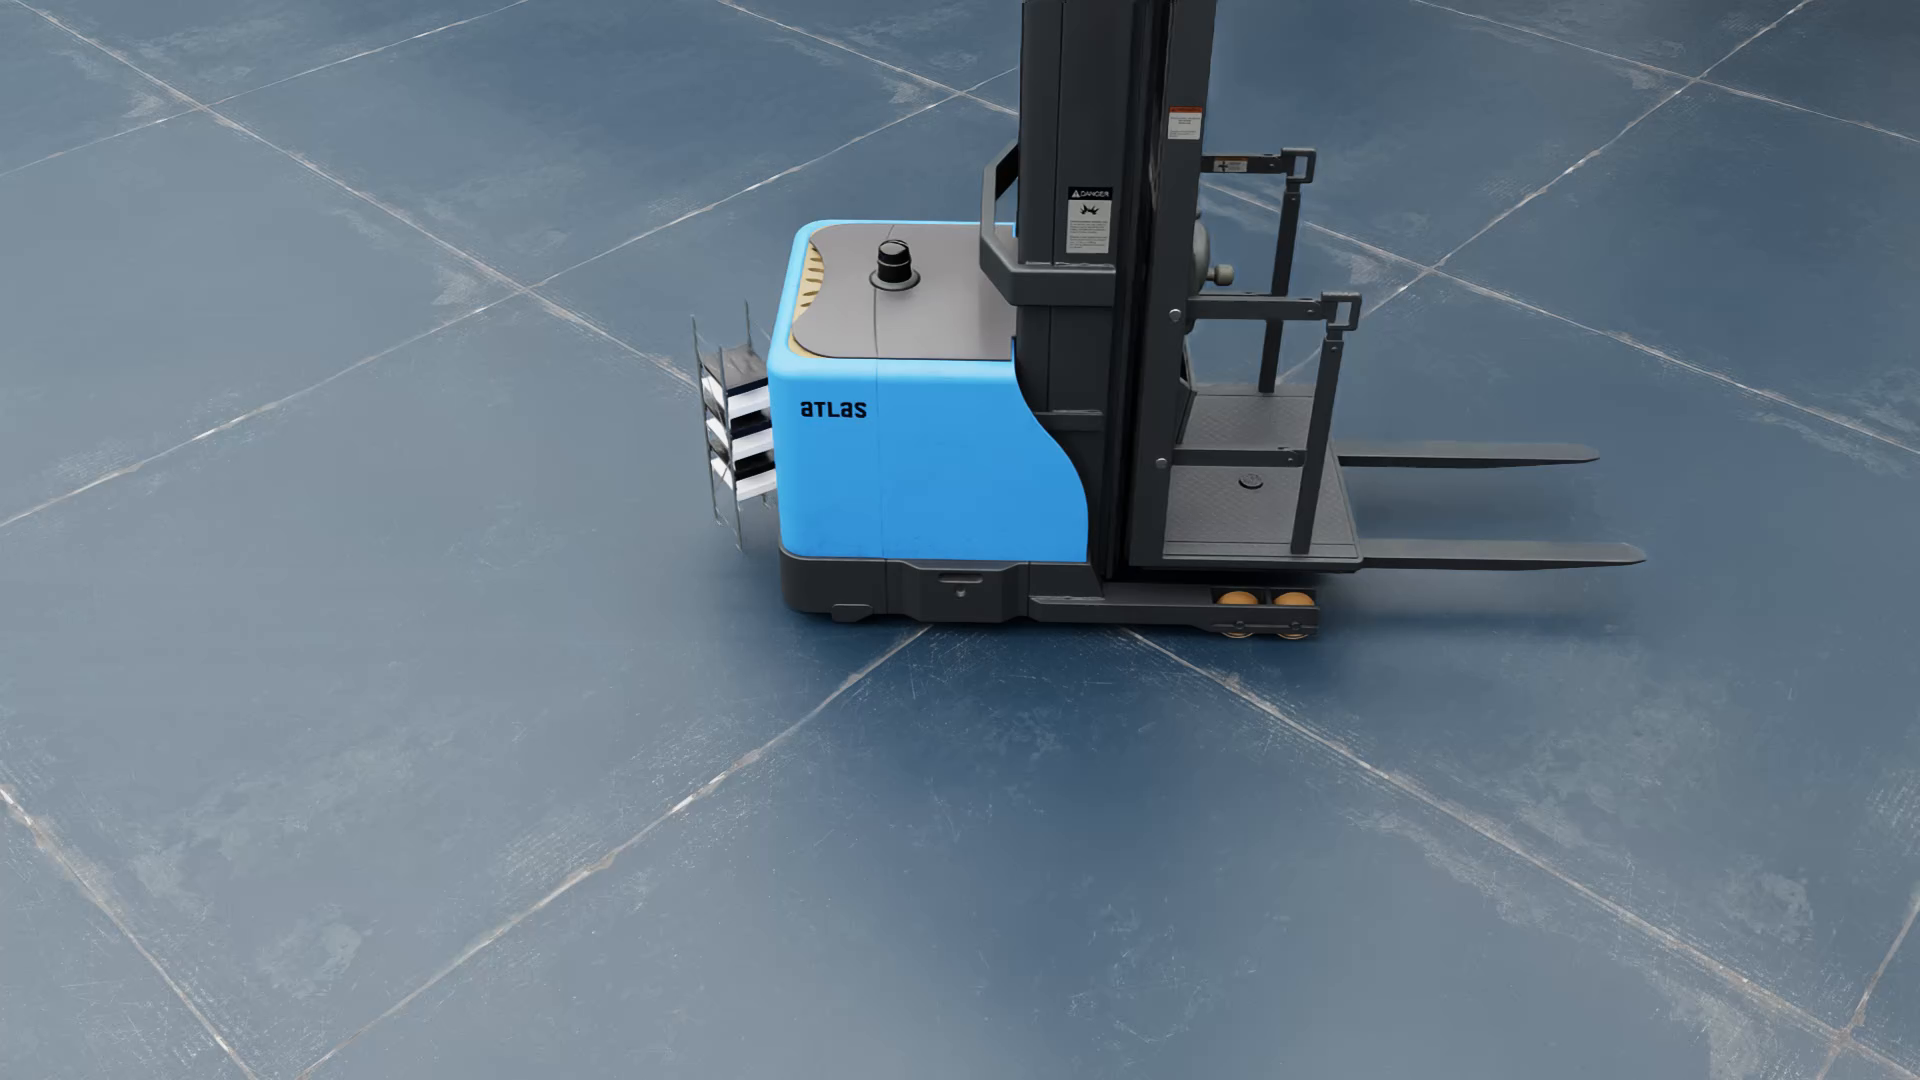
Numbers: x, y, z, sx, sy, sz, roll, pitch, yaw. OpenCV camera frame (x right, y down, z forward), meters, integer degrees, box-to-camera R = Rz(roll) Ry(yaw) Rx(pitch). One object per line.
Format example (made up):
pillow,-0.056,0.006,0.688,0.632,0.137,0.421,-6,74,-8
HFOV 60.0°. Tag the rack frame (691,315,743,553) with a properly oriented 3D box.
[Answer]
rack frame,-0.873,-0.369,5.991,0.006,0.900,0.240,-21,43,-24

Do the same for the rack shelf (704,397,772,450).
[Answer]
rack shelf,-0.786,-0.446,5.997,0.200,0.077,0.258,-21,43,-24

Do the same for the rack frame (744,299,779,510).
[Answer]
rack frame,-0.700,-0.435,6.074,0.006,0.900,0.240,-21,43,-24

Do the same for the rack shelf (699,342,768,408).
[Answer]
rack shelf,-0.786,-0.587,5.885,0.200,0.077,0.258,-21,43,-24

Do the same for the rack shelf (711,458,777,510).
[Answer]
rack shelf,-0.786,-0.235,6.165,0.200,0.077,0.258,-21,43,-24

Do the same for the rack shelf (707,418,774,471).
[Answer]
rack shelf,-0.786,-0.376,6.053,0.200,0.077,0.258,-21,43,-24

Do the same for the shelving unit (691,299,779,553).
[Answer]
shelving unit,-0.786,-0.402,6.032,0.210,0.900,0.258,-21,43,-24

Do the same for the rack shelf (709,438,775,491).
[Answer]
rack shelf,-0.786,-0.305,6.109,0.200,0.077,0.258,-21,43,-24

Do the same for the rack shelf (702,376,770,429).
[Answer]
rack shelf,-0.786,-0.517,5.941,0.200,0.077,0.258,-21,43,-24

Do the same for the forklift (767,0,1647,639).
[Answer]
forklift,0.897,-1.138,5.327,3.031,2.935,1.130,1,39,1
